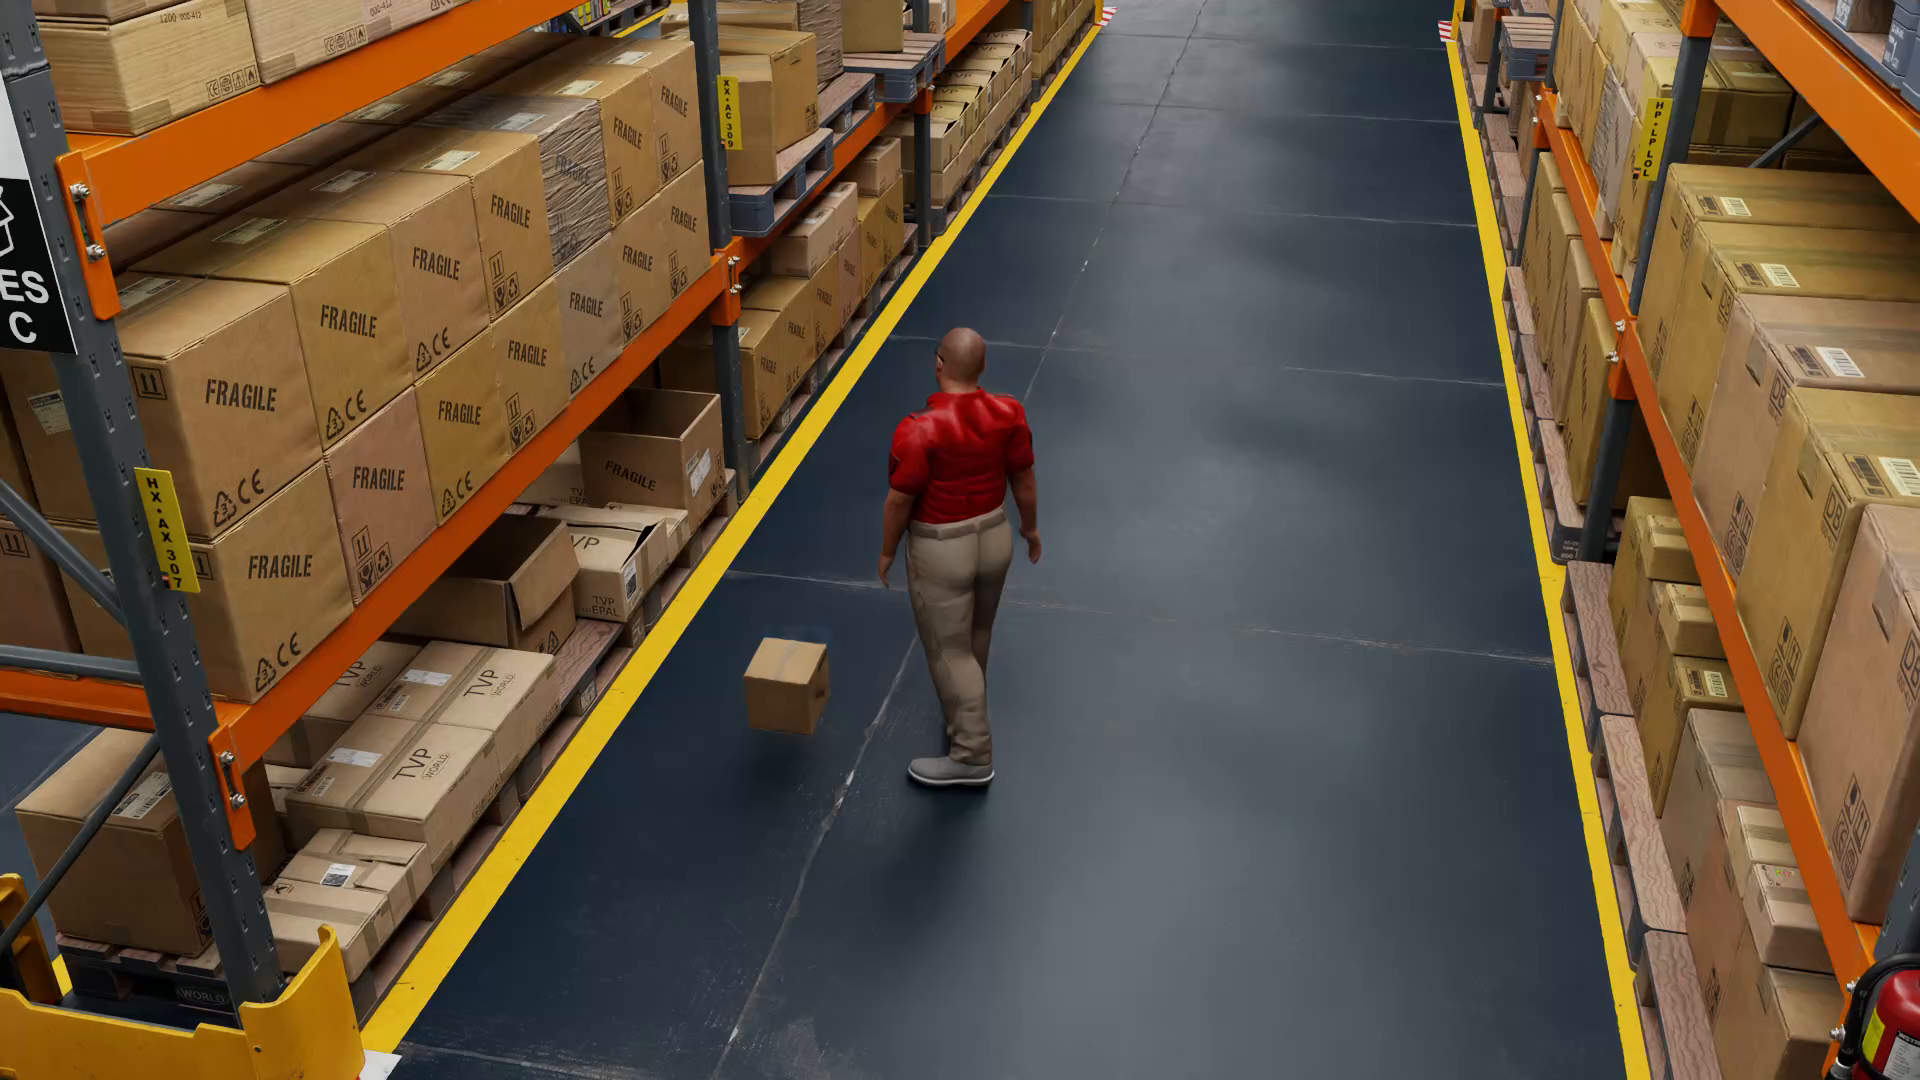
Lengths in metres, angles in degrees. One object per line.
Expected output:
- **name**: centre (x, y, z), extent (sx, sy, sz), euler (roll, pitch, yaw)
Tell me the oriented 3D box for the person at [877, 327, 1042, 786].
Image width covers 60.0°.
- **person**: centre (0.011, 0.023, 6.094), extent (0.652, 1.717, 0.643), euler (-18, 33, -29)
